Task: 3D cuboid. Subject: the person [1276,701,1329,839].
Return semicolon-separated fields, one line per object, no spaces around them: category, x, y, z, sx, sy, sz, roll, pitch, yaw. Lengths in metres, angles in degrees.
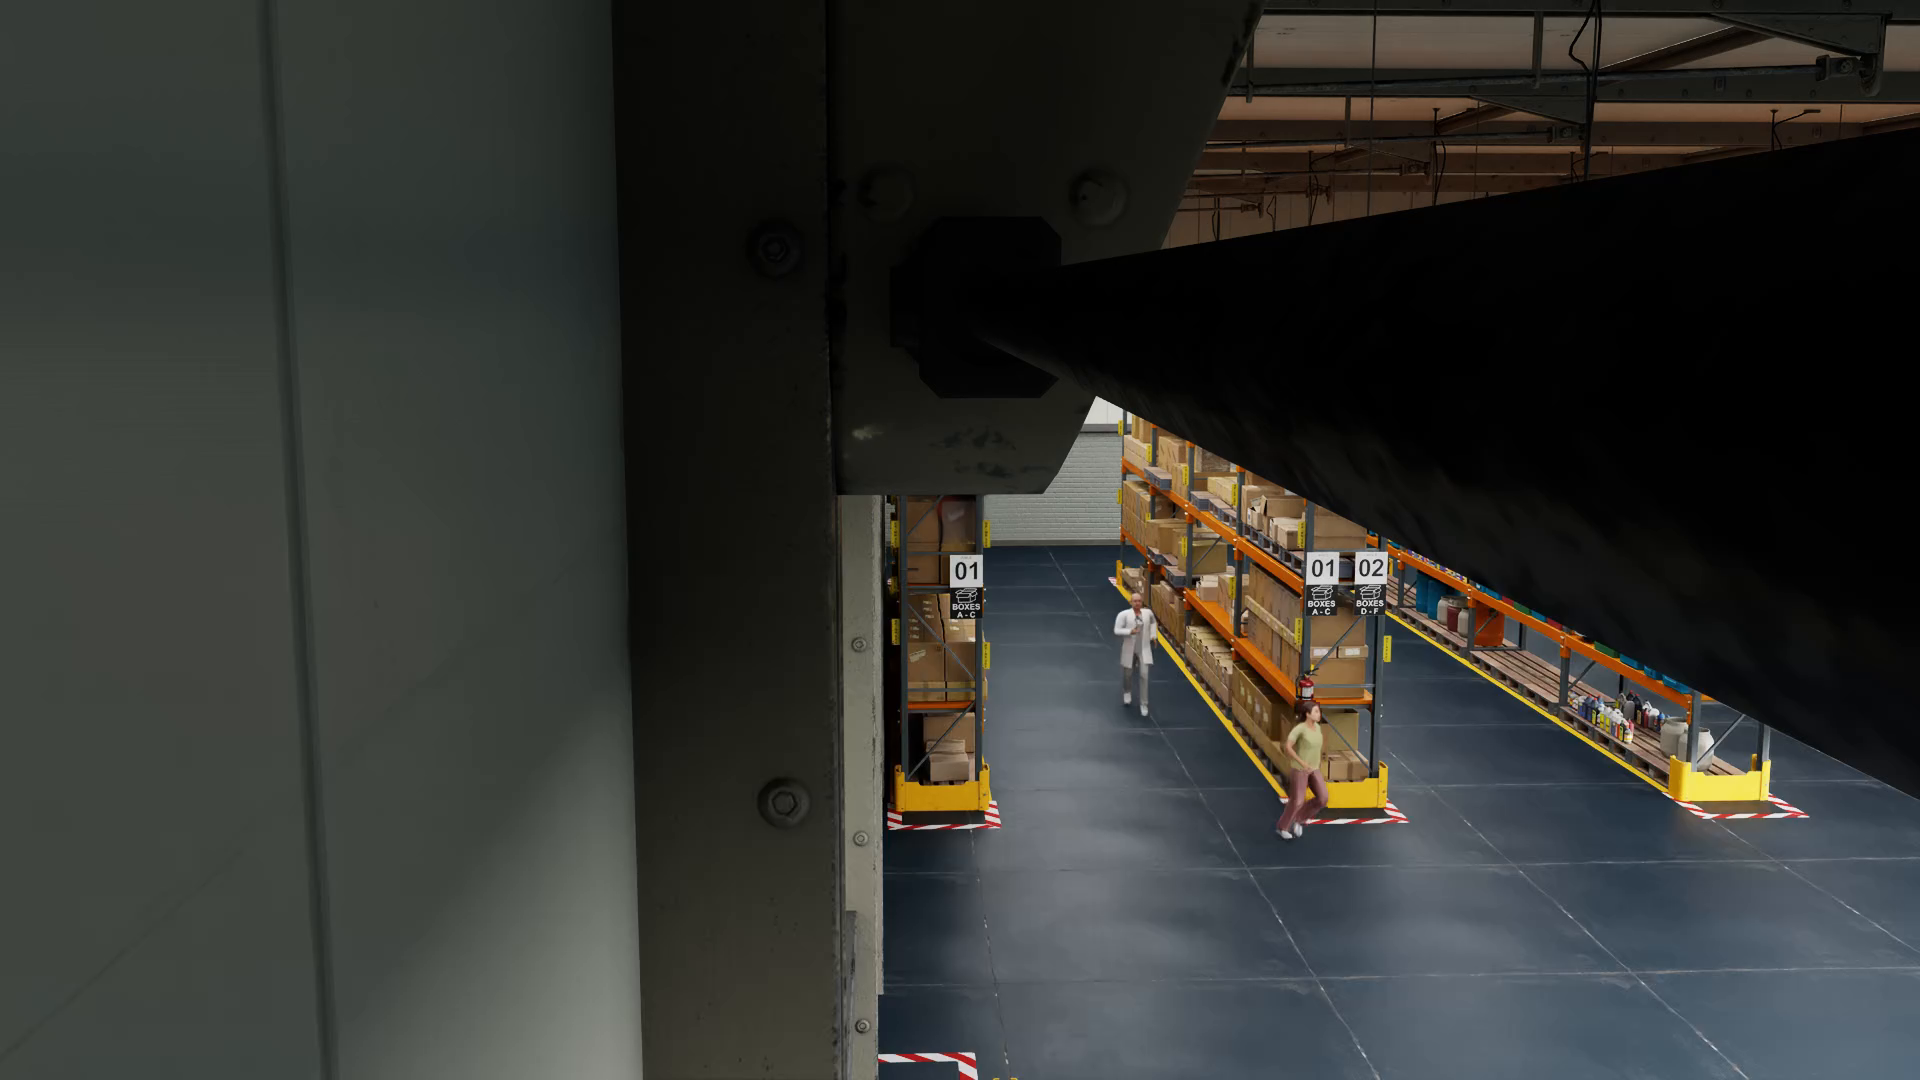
person;4.070;2.682;19.400;0.636;1.613;0.571;-5;10;-32

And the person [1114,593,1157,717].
person;2.681;1.701;25.347;0.692;1.798;1.014;0;8;-3
